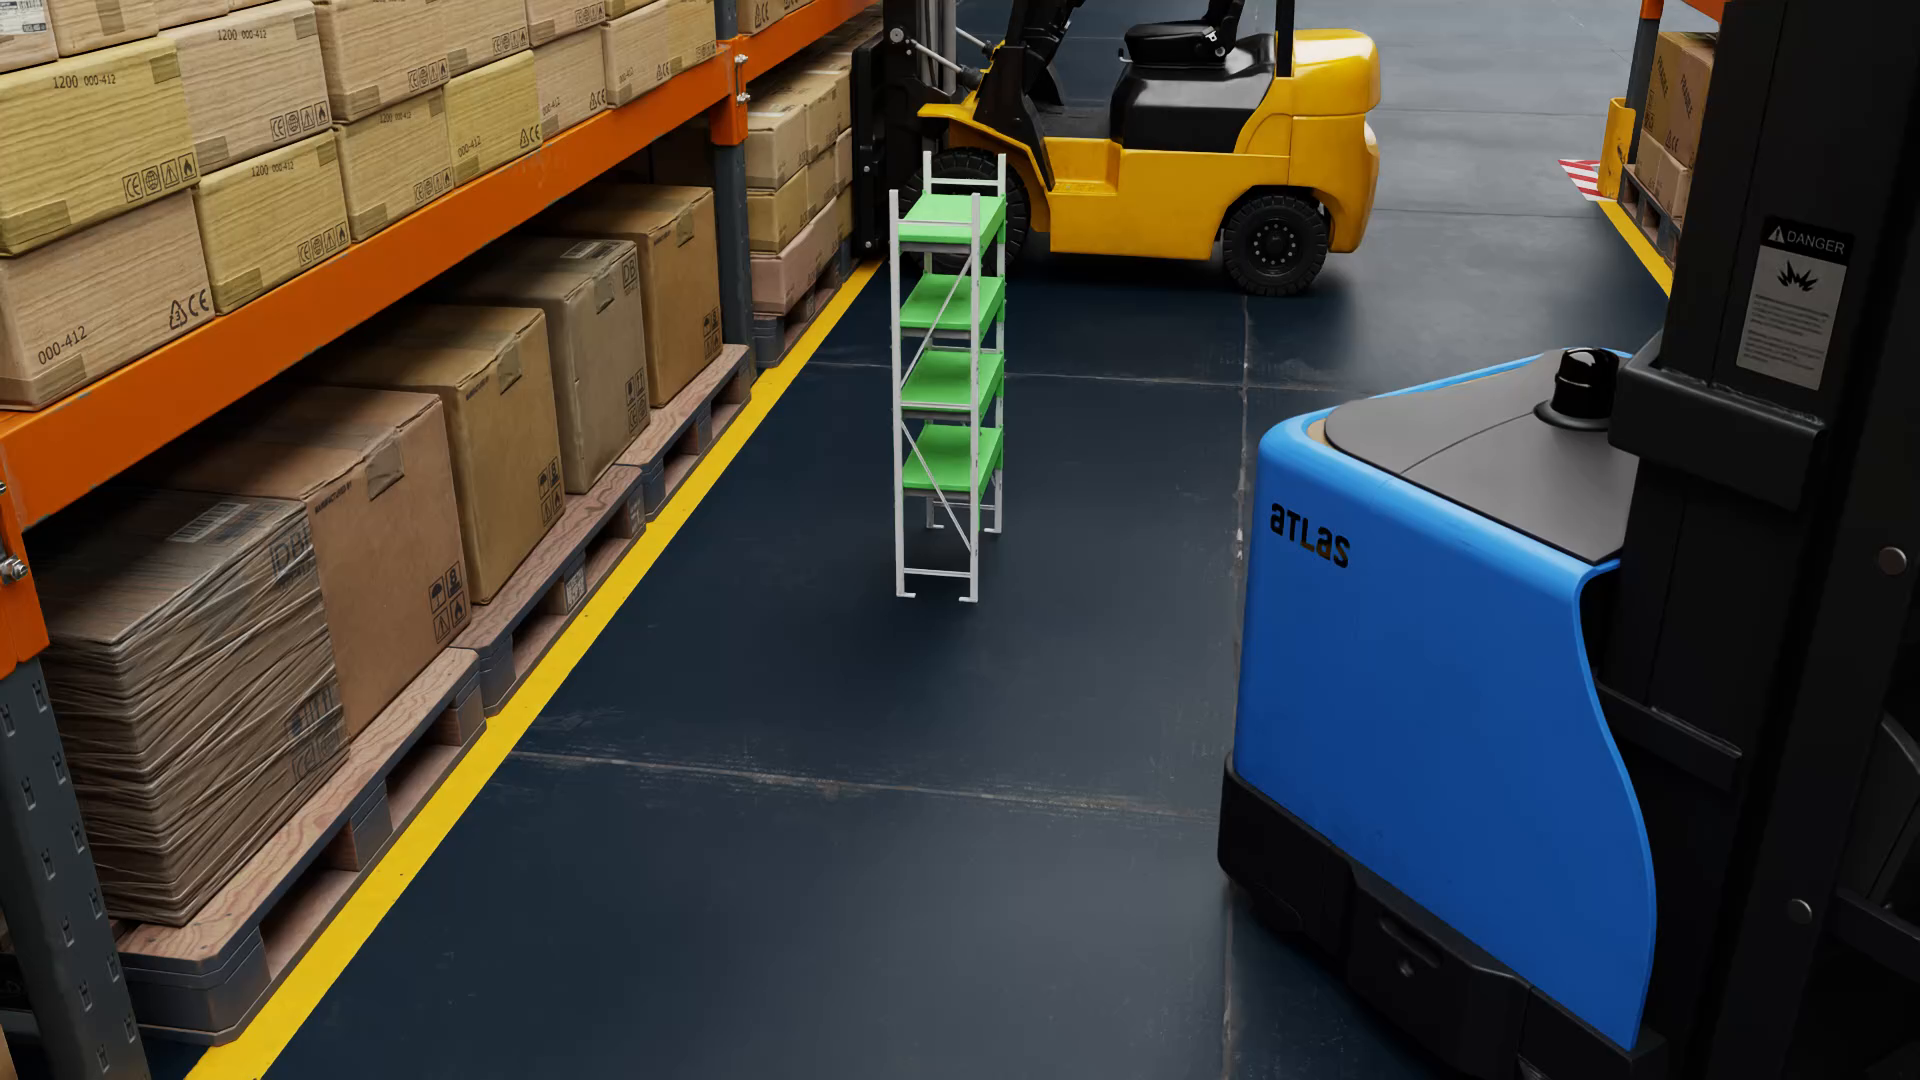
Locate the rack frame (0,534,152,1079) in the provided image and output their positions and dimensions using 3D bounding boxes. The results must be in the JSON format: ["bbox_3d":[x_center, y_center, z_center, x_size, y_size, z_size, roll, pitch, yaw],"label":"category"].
[{"bbox_3d":[-1.959,-0.332,2.420,0.949,2.616,0.053,4,25,9],"label":"rack frame"}]

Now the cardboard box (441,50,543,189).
[{"bbox_3d":[-1.398,-1.075,4.186,0.500,0.250,0.500,5,26,10],"label":"cardboard box"}]

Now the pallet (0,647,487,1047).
[{"bbox_3d":[-1.790,0.590,3.742,1.003,0.211,1.213,4,25,9],"label":"pallet"}]

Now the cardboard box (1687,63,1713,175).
[{"bbox_3d":[3.663,-1.863,7.556,0.500,0.500,0.500,5,25,10],"label":"cardboard box"}]

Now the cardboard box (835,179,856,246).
[{"bbox_3d":[-0.767,-1.558,7.789,0.500,0.250,0.500,4,25,9],"label":"cardboard box"}]

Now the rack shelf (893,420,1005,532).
[{"bbox_3d":[-0.027,-0.199,4.977,0.258,0.148,0.480,4,25,9],"label":"rack shelf"}]

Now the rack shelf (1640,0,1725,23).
[{"bbox_3d":[3.915,-2.173,7.203,1.077,0.370,4.000,4,25,9],"label":"rack shelf"}]

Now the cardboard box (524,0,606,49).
[{"bbox_3d":[-1.303,-1.511,4.527,0.500,0.250,0.500,5,25,10],"label":"cardboard box"}]

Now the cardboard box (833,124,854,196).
[{"bbox_3d":[-0.751,-1.777,7.667,0.500,0.250,0.500,4,25,8],"label":"cardboard box"}]

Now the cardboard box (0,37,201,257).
[{"bbox_3d":[-1.624,-0.657,2.703,0.500,0.250,0.500,4,25,8],"label":"cardboard box"}]

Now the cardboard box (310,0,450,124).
[{"bbox_3d":[-1.463,-1.086,3.619,0.500,0.250,0.500,3,25,7],"label":"cardboard box"}]

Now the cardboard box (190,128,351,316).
[{"bbox_3d":[-1.562,-0.643,3.261,0.500,0.250,0.500,3,25,7],"label":"cardboard box"}]

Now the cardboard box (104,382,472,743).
[{"bbox_3d":[-1.748,0.020,3.975,0.875,0.625,0.625,5,26,10],"label":"cardboard box"}]

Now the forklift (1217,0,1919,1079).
[{"bbox_3d":[1.769,-0.160,2.134,1.130,2.935,3.031,-15,29,-29],"label":"forklift"}]

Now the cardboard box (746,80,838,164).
[{"bbox_3d":[-0.827,-1.796,7.118,0.500,0.250,0.500,4,25,9],"label":"cardboard box"}]

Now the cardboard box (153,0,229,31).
[{"bbox_3d":[-1.561,-1.005,2.975,0.380,0.149,0.250,5,25,10],"label":"cardboard box"}]

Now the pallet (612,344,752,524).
[{"bbox_3d":[-1.391,-0.431,5.922,1.003,0.211,1.213,4,25,9],"label":"pallet"}]

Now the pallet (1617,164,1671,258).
[{"bbox_3d":[4.062,-1.703,8.640,1.003,0.211,1.213,4,25,9],"label":"pallet"}]

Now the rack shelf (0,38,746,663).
[{"bbox_3d":[-1.636,-0.842,4.360,1.077,0.370,4.000,4,25,9],"label":"rack shelf"}]

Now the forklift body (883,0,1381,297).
[{"bbox_3d":[0.835,-2.374,7.784,2.313,2.155,1.214,4,25,9],"label":"forklift body"}]

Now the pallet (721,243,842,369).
[{"bbox_3d":[-1.138,-1.072,7.290,1.003,0.211,1.213,4,25,9],"label":"pallet"}]

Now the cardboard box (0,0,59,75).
[{"bbox_3d":[-1.620,-0.784,2.503,0.380,0.149,0.250,5,26,10],"label":"cardboard box"}]

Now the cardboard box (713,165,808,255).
[{"bbox_3d":[-0.925,-1.357,6.769,0.500,0.250,0.500,4,25,8],"label":"cardboard box"}]

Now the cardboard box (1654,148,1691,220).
[{"bbox_3d":[3.747,-1.749,8.196,0.500,0.250,0.500,5,26,10],"label":"cardboard box"}]

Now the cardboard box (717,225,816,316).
[{"bbox_3d":[-0.903,-1.129,6.872,0.500,0.250,0.500,4,25,9],"label":"cardboard box"}]

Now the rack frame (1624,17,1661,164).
[{"bbox_3d":[4.242,-3.335,8.837,1.000,3.000,0.127,4,25,9],"label":"rack frame"}]

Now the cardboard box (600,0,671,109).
[{"bbox_3d":[-1.210,-1.497,5.087,0.500,0.250,0.500,4,25,8],"label":"cardboard box"}]

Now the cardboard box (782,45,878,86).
[{"bbox_3d":[-0.663,-2.224,8.032,0.500,0.250,0.500,4,25,7],"label":"cardboard box"}]

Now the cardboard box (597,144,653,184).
[{"bbox_3d":[-1.419,-1.622,6.745,0.500,0.250,0.500,5,25,10],"label":"cardboard box"}]

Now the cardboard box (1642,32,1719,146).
[{"bbox_3d":[3.834,-2.292,8.471,0.500,0.500,0.500,3,25,7],"label":"cardboard box"}]

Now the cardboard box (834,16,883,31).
[{"bbox_3d":[-0.500,-2.647,8.936,0.500,0.250,0.500,4,25,9],"label":"cardboard box"}]

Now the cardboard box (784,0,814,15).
[{"bbox_3d":[-0.910,-2.437,6.799,0.500,0.500,0.500,4,25,9],"label":"cardboard box"}]

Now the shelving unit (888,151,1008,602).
[{"bbox_3d":[-0.027,-0.474,4.848,0.258,1.200,0.503,4,25,9],"label":"shelving unit"}]

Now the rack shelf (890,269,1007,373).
[{"bbox_3d":[-0.027,-0.634,4.773,0.258,0.148,0.480,4,25,9],"label":"rack shelf"}]

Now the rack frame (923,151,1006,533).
[{"bbox_3d":[0.013,-0.576,5.066,0.240,1.200,0.015,4,25,9],"label":"rack frame"}]

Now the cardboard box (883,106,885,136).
[{"bbox_3d":[-0.583,-2.197,8.564,0.500,0.250,0.500,3,25,7],"label":"cardboard box"}]

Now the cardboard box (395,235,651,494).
[{"bbox_3d":[-1.518,-0.576,5.249,0.875,0.625,0.625,4,25,8],"label":"cardboard box"}]
